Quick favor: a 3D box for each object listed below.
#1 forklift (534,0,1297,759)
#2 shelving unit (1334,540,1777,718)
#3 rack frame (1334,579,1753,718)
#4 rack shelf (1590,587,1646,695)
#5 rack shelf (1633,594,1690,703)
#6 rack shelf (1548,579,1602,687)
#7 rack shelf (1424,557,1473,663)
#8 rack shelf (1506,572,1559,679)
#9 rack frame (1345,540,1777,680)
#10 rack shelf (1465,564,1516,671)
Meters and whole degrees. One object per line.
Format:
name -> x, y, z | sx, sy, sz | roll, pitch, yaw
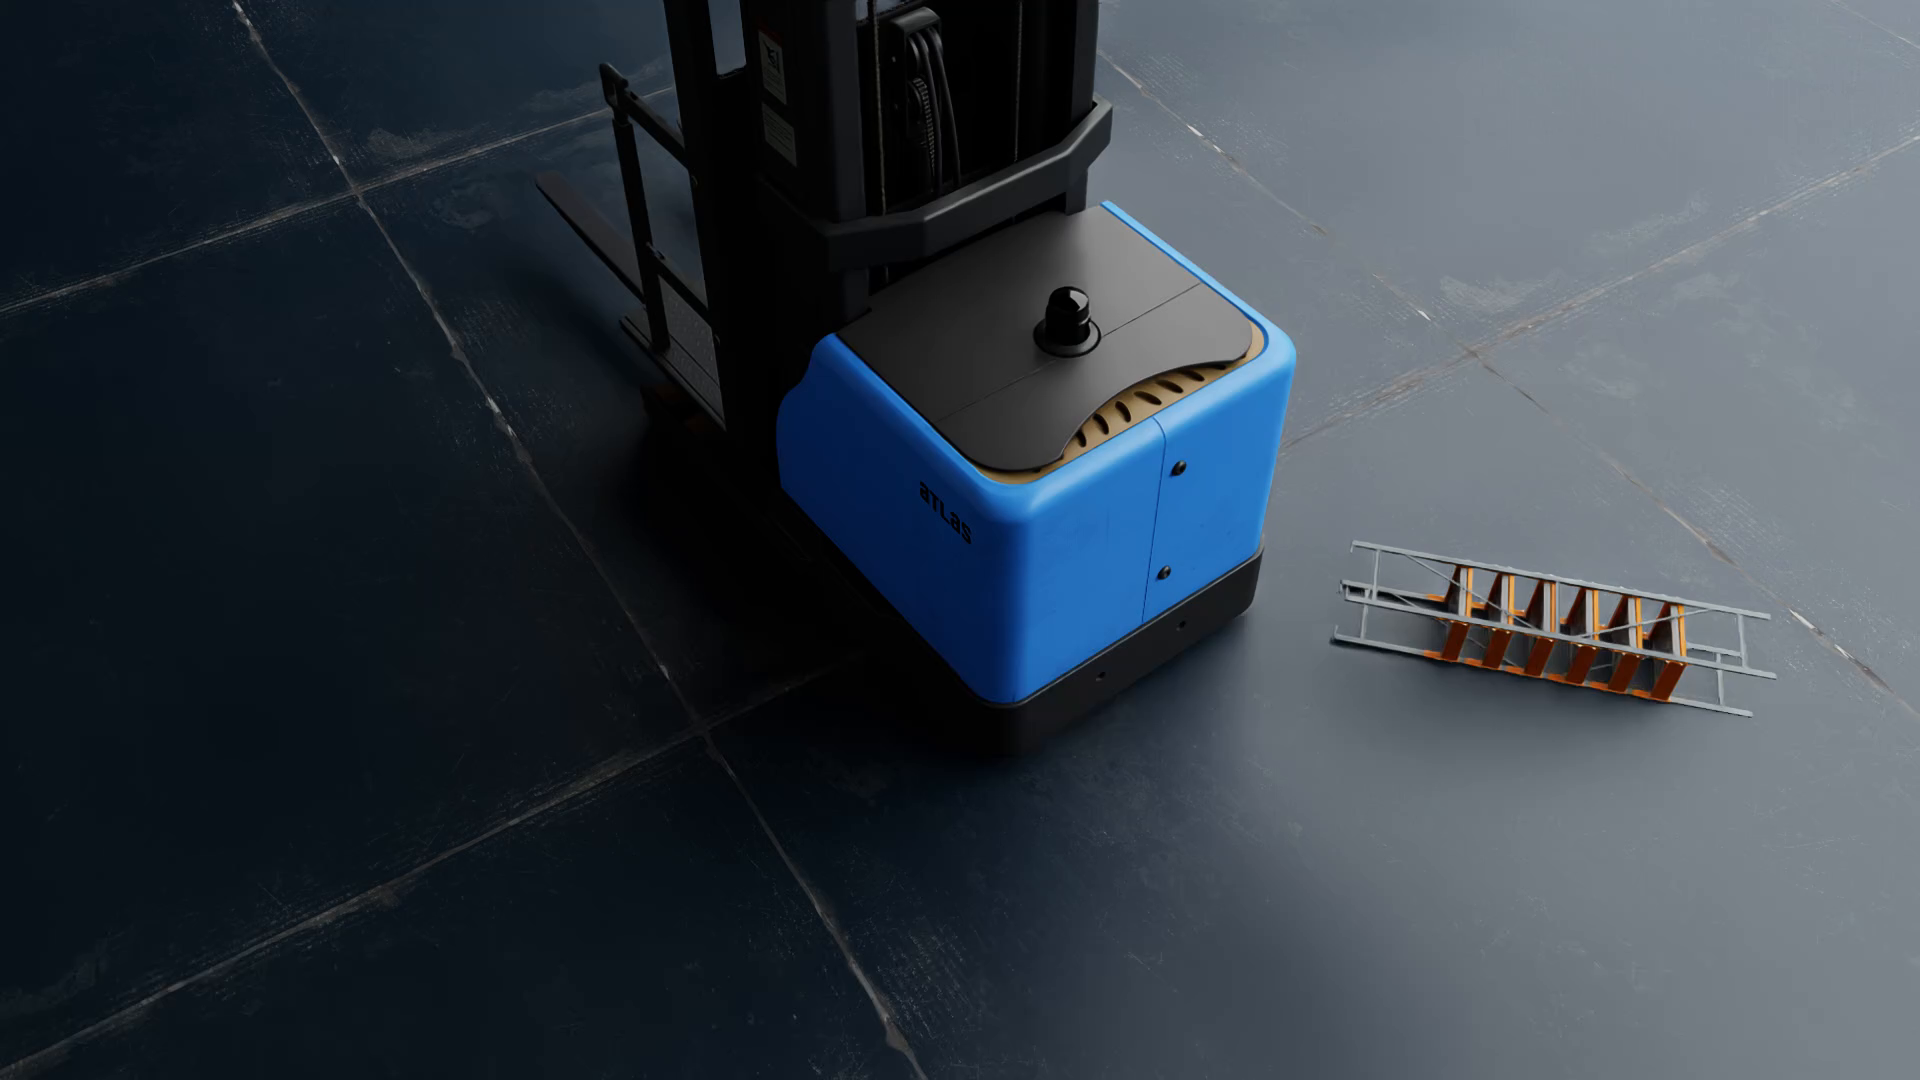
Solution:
forklift -> -0.400, -1.426, 4.557 | 1.130, 2.935, 3.031 | -29, 55, -24
shelving unit -> 1.730, 0.257, 4.890 | 1.200, 0.189, 0.258 | 10, 49, 9
rack frame -> 1.729, 0.317, 4.959 | 1.200, 0.006, 0.240 | 10, 49, 9
rack shelf -> 1.920, 0.292, 4.860 | 0.103, 0.180, 0.258 | 10, 49, 9
rack shelf -> 2.036, 0.313, 4.842 | 0.103, 0.180, 0.258 | 10, 49, 9
rack shelf -> 1.803, 0.270, 4.879 | 0.103, 0.180, 0.258 | 10, 49, 9
rack shelf -> 1.453, 0.205, 4.934 | 0.103, 0.180, 0.258 | 10, 49, 9
rack shelf -> 1.687, 0.249, 4.897 | 0.103, 0.180, 0.258 | 10, 49, 9
rack frame -> 1.730, 0.196, 4.822 | 1.200, 0.006, 0.240 | 10, 49, 9
rack shelf -> 1.570, 0.227, 4.915 | 0.103, 0.180, 0.258 | 10, 49, 9
